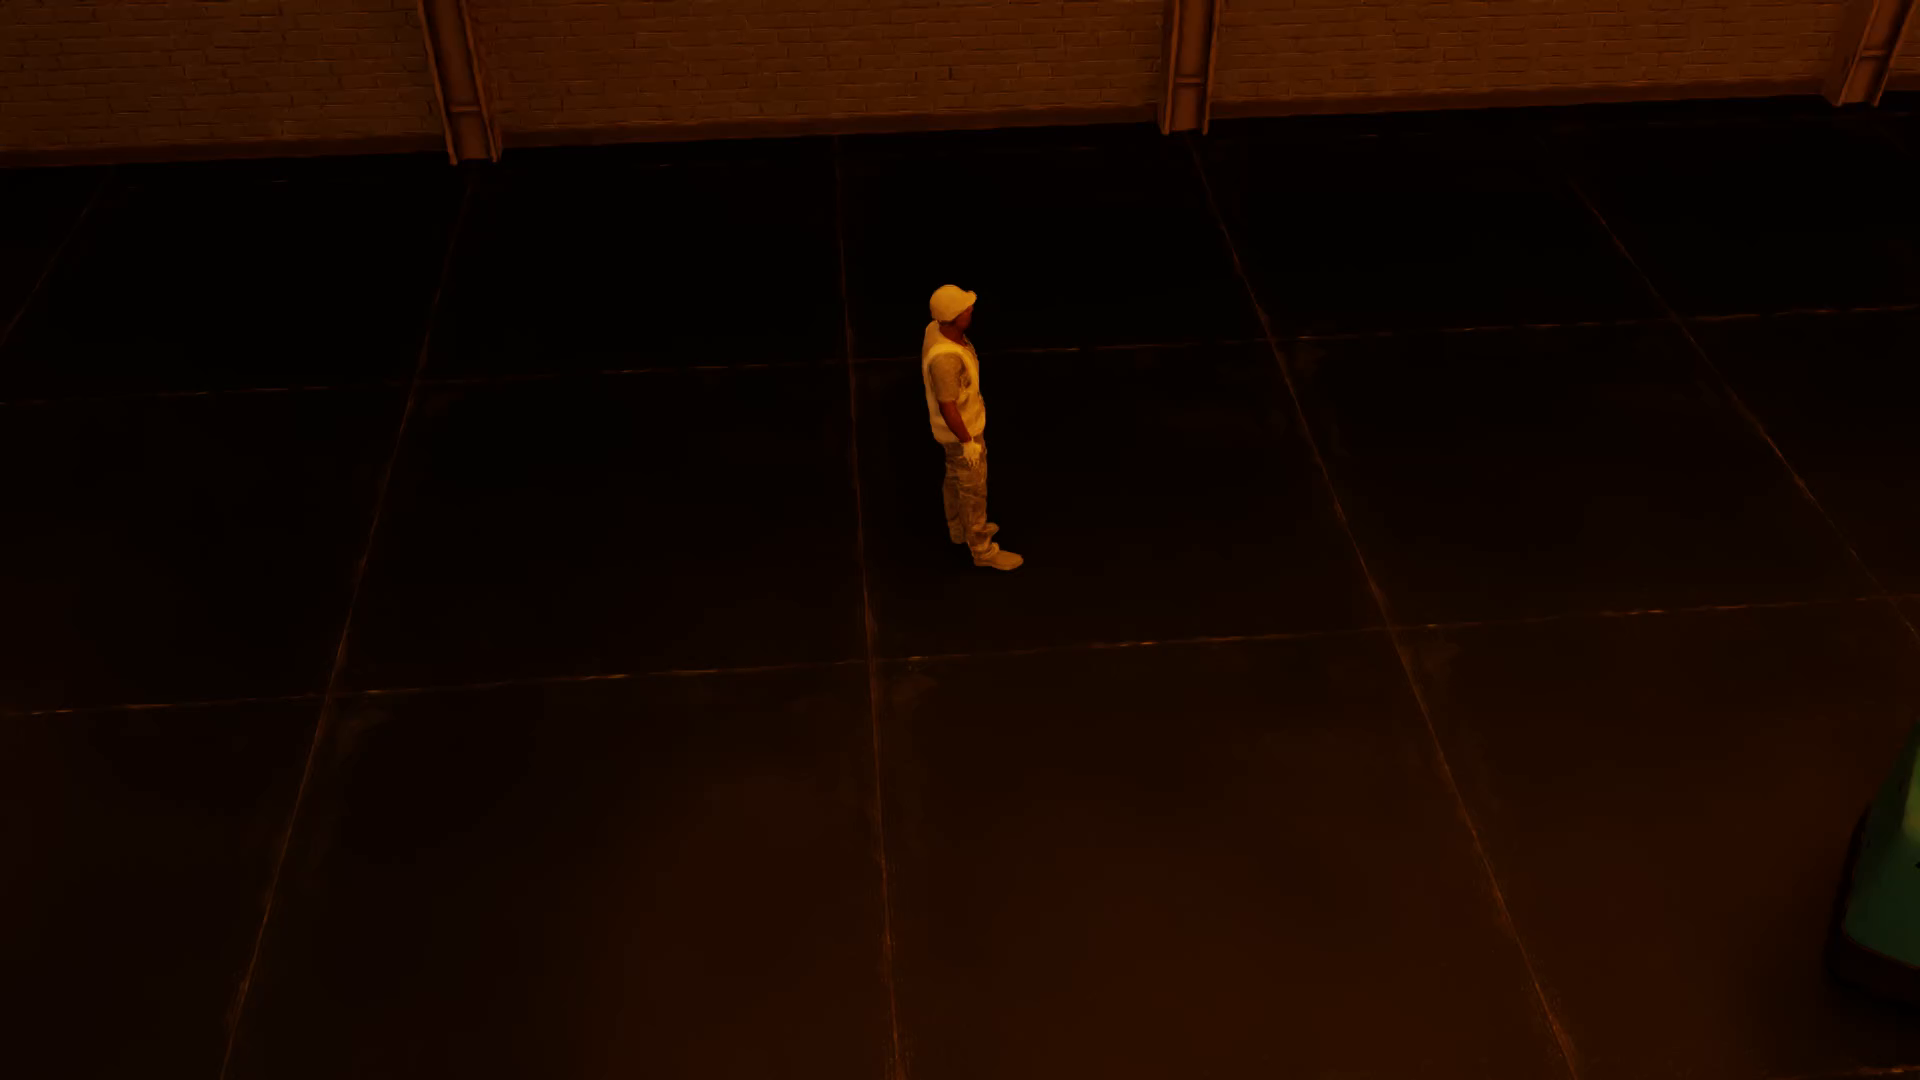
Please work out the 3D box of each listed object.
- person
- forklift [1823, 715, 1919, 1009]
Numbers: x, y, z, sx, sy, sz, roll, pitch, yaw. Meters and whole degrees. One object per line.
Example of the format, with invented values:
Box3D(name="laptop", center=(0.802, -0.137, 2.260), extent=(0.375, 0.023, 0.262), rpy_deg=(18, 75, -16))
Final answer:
Box3D(name="person", center=(0.073, -0.682, 9.608), extent=(0.576, 1.782, 0.655), rpy_deg=(-3, 41, -4))
Box3D(name="forklift", center=(5.574, 1.151, 6.592), extent=(3.031, 2.935, 1.130), rpy_deg=(21, 45, 23))
